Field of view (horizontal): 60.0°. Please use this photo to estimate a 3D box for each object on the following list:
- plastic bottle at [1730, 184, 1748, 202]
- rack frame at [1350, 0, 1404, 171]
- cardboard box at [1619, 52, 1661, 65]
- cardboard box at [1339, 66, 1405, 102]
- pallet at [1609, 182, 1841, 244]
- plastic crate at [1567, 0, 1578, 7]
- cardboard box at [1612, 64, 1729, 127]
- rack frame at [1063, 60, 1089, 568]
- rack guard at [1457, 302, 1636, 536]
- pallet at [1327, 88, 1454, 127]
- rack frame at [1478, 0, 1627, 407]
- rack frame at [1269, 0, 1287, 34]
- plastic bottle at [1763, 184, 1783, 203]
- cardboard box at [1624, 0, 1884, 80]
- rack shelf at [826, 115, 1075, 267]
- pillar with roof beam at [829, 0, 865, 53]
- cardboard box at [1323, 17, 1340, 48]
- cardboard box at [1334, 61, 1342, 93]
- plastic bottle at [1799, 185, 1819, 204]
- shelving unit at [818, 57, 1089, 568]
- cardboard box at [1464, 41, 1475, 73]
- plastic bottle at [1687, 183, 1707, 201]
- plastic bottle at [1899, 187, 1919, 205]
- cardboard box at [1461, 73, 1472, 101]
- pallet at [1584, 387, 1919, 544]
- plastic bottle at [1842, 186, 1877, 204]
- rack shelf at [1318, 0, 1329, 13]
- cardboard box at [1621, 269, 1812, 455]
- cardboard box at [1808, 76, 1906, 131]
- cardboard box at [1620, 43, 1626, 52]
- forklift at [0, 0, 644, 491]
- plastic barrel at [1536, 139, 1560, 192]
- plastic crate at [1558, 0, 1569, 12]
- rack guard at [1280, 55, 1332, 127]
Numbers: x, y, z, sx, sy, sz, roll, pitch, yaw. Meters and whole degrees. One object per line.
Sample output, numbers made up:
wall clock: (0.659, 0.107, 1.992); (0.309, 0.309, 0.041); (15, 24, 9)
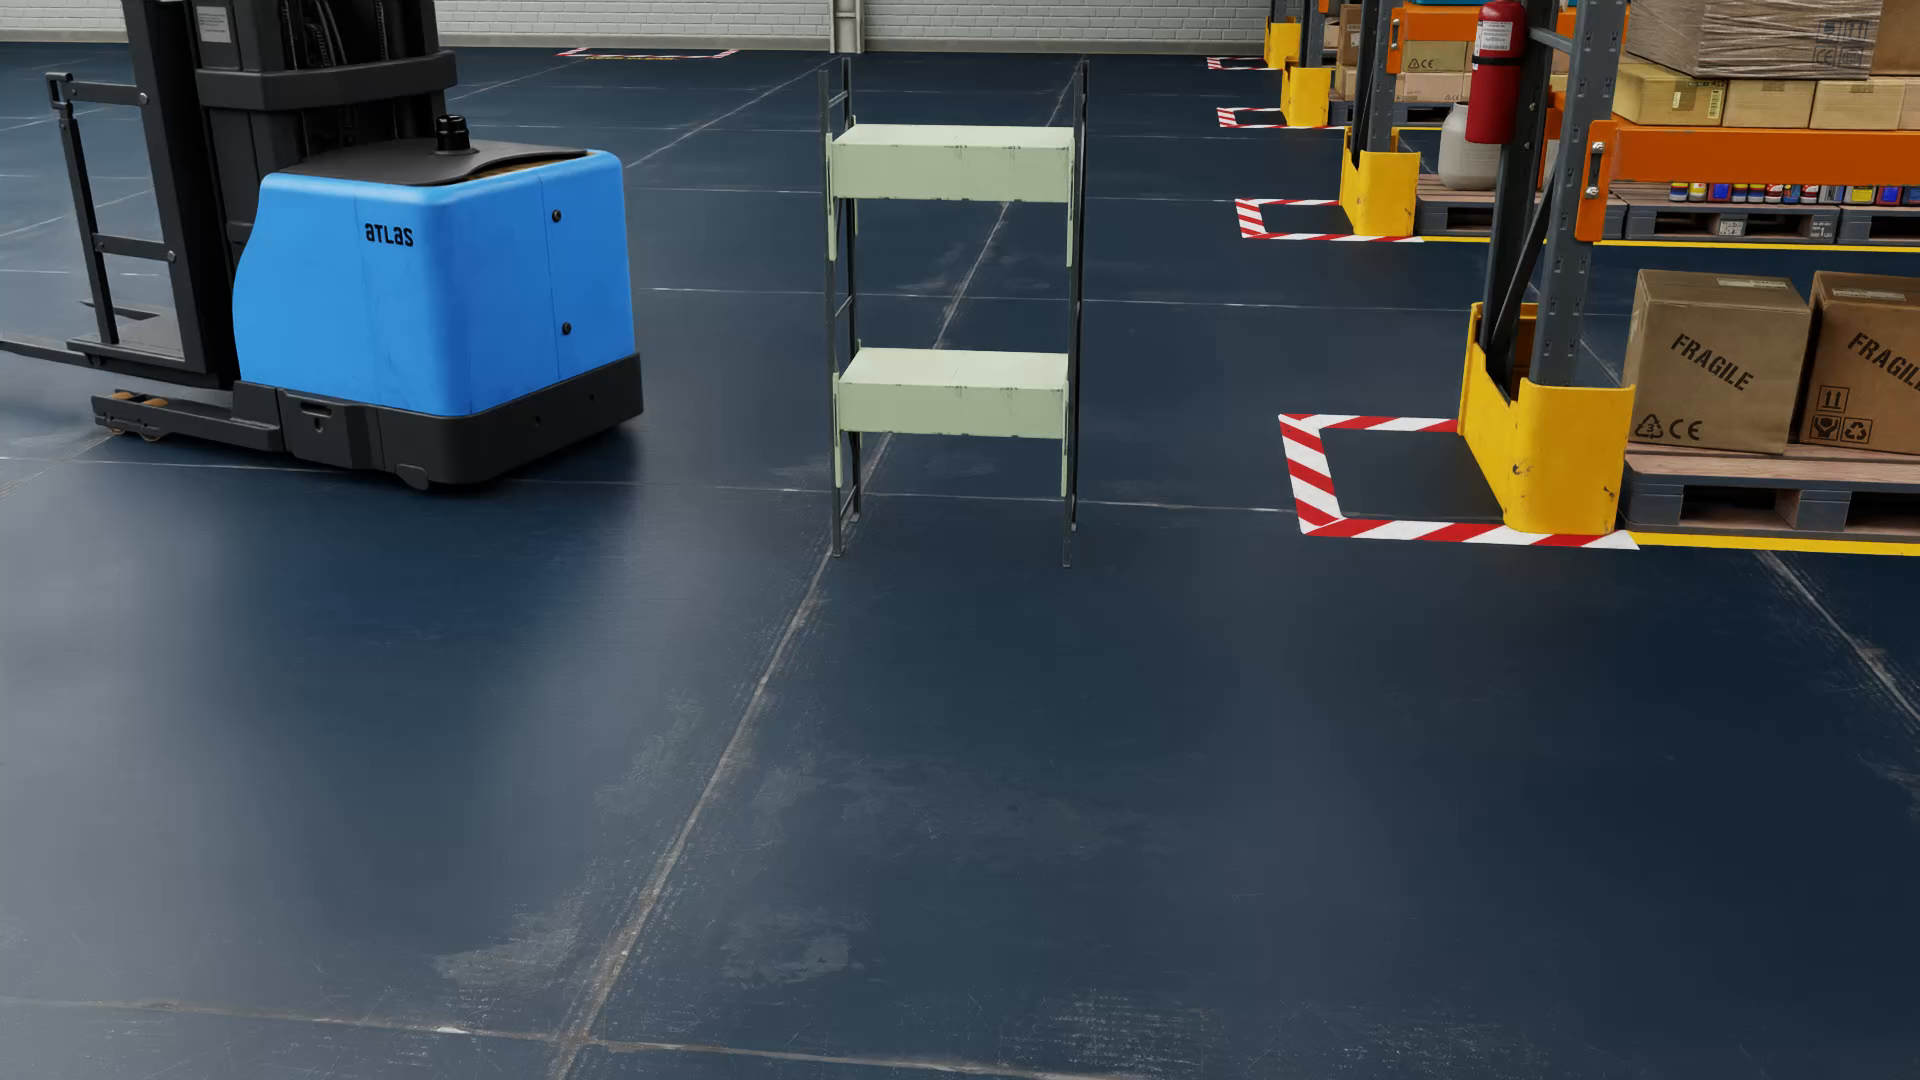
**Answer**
plastic bottle: (4.673, -2.166, 9.952); (0.097, 0.271, 0.097); (0, 22, 0)
rack frame: (2.568, -3.438, 10.055); (0.127, 3.000, 1.000); (2, 22, 6)
cardboard box: (2.293, -1.575, 5.687); (0.250, 0.149, 0.380); (2, 22, 6)
cardboard box: (3.661, -4.058, 14.793); (0.500, 0.250, 0.500); (2, 22, 6)
pallet: (4.664, -2.064, 10.373); (1.213, 0.211, 1.003); (2, 22, 6)
plastic crate: (3.745, -3.426, 10.228); (0.408, 0.251, 0.499); (2, 22, 6)
cardboard box: (2.240, -1.413, 5.276); (0.250, 0.149, 0.380); (2, 22, 6)
rack frame: (0.357, -0.682, 5.125); (0.023, 1.500, 0.400); (2, 22, 6)
rack guard: (2.061, -0.464, 5.932); (0.348, 0.500, 1.175); (2, 22, 6)
pallet: (3.919, -3.931, 15.097); (1.213, 0.211, 1.003); (2, 22, 6)
rack frame: (1.986, -1.629, 5.481); (0.127, 3.000, 1.000); (2, 22, 6)
rack frame: (3.734, -7.055, 19.204); (0.127, 3.000, 1.000); (2, 22, 6)
plastic bottle: (4.870, -2.125, 9.943); (0.097, 0.201, 0.097); (0, 22, 0)
cardboard box: (2.528, -1.780, 5.322); (0.500, 0.500, 0.875); (2, 22, 6)
rack shelf: (-0.007, -1.061, 5.021); (0.720, 0.370, 0.431); (2, 22, 6)
pillar with roof beam: (-1.934, -8.818, 15.504); (0.400, 9.000, 9.100); (2, 22, 6)
cardboard box: (4.411, -5.946, 19.459); (0.500, 0.311, 0.500); (0, 22, 0)
cardboard box: (3.722, -4.247, 15.272); (0.500, 0.250, 0.500); (2, 22, 6)
plastic bottle: (5.074, -2.116, 9.921); (0.097, 0.201, 0.097); (0, 22, 0)
shelving unit: (-0.007, -0.698, 5.165); (0.755, 1.500, 0.431); (2, 22, 6)
cardboard box: (4.656, -4.369, 14.560); (0.500, 0.500, 0.500); (2, 22, 6)
plastic bottle: (4.435, -2.144, 9.991); (0.097, 0.201, 0.097); (0, 22, 0)
plastic bottle: (5.677, -2.168, 9.849); (0.185, 0.351, 0.144); (1, 22, 4)
cardboard box: (4.655, -4.016, 14.687); (0.500, 0.250, 0.500); (2, 22, 6)
pallet: (2.864, -0.281, 5.864); (1.213, 0.211, 1.003); (2, 22, 6)
plastic bottle: (5.356, -2.182, 9.884); (0.185, 0.351, 0.144); (2, 22, 6)
rack shelf: (5.141, -4.825, 14.542); (4.000, 0.370, 1.077); (2, 22, 6)
cardboard box: (2.604, -0.629, 5.780); (0.500, 0.500, 0.500); (7, 23, 16)
cardboard box: (2.733, -1.379, 5.190); (0.250, 0.149, 0.380); (2, 22, 6)
cardboard box: (5.649, -4.325, 14.447); (0.500, 0.500, 0.500); (2, 22, 6)
forklift: (-2.790, -1.899, 6.256); (3.031, 2.935, 1.130); (11, 24, 25)
plastic barrel: (3.729, -2.454, 10.379); (0.421, 0.512, 0.421); (0, 22, 0)
plastic crate: (3.419, -3.159, 9.708); (0.250, 0.136, 0.298); (2, 22, 6)
rack guard: (3.131, -4.084, 15.091); (0.348, 0.500, 1.175); (2, 22, 6)
